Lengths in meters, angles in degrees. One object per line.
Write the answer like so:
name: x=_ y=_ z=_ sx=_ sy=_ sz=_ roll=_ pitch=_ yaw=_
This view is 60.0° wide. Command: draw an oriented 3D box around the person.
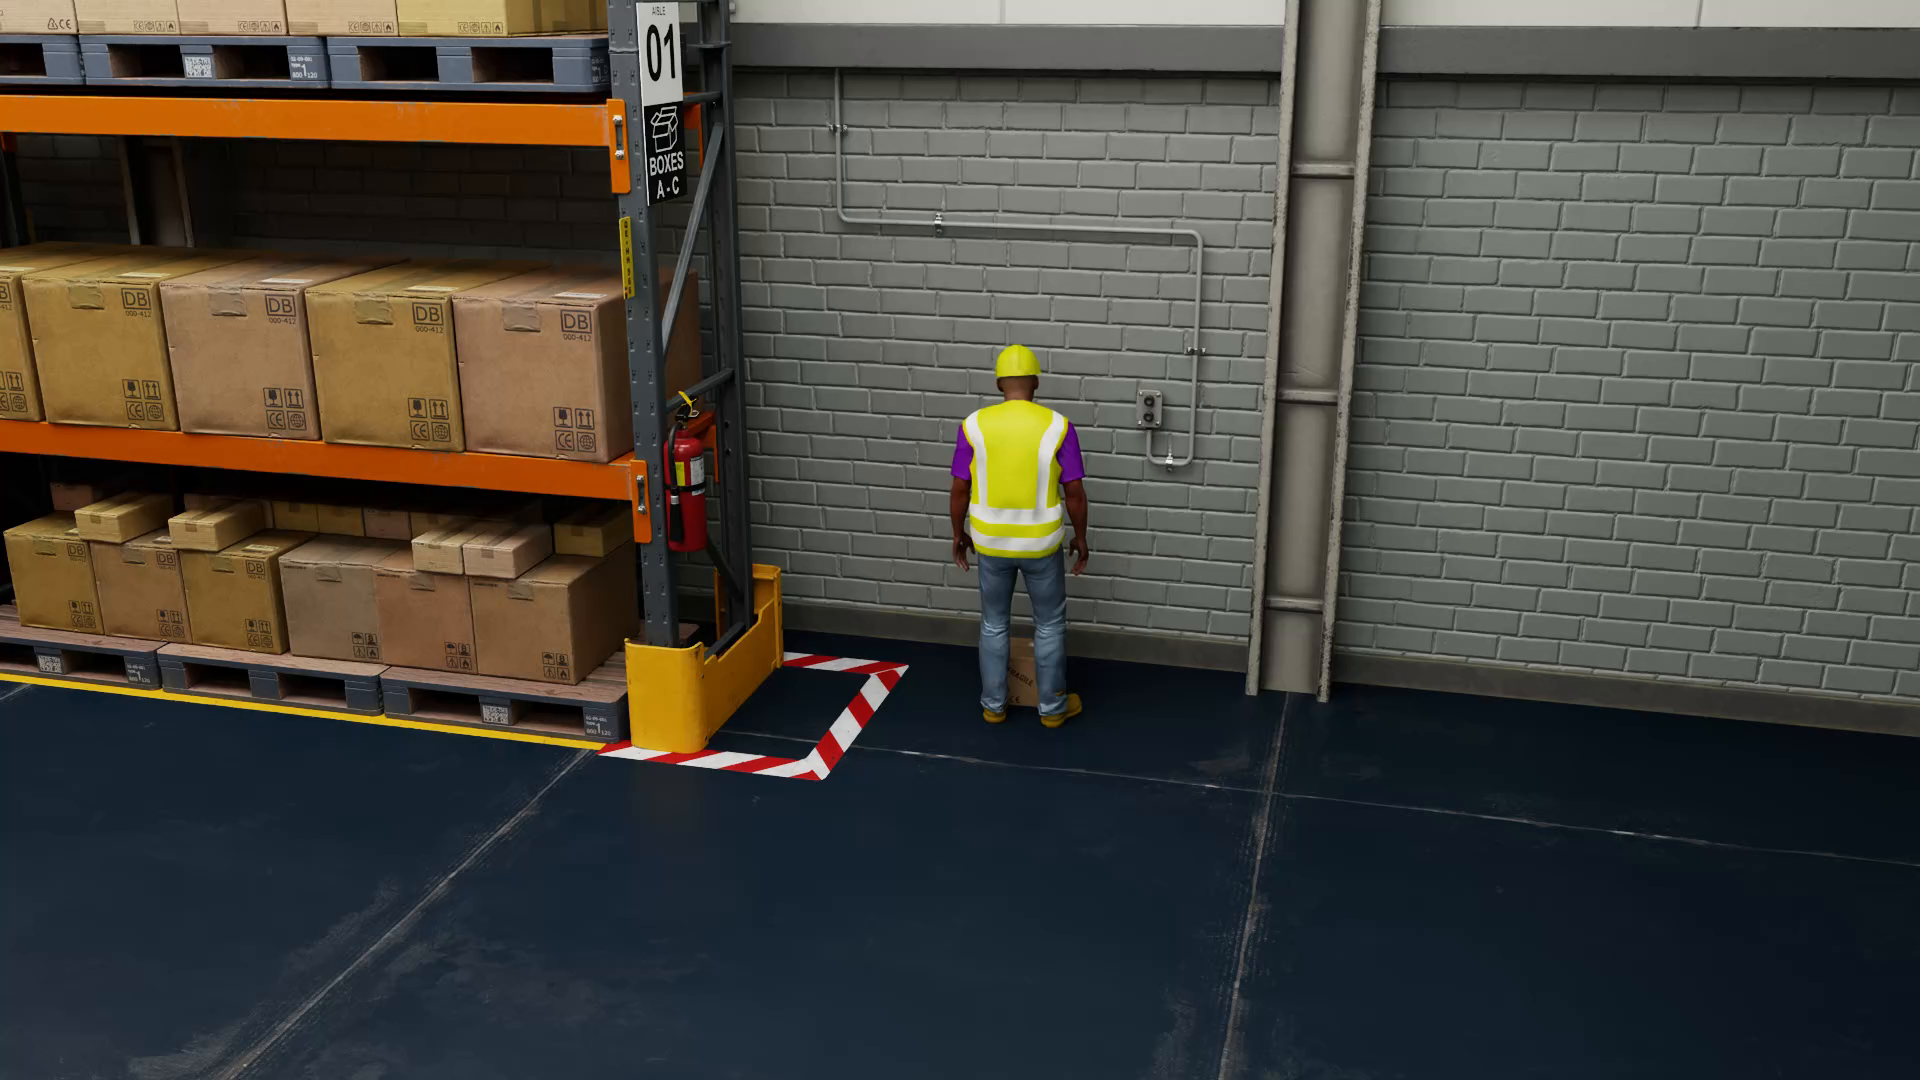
person: x=0.271 y=-0.011 z=7.563 sx=0.629 sy=1.759 sz=0.460 roll=3 pitch=18 yaw=10
